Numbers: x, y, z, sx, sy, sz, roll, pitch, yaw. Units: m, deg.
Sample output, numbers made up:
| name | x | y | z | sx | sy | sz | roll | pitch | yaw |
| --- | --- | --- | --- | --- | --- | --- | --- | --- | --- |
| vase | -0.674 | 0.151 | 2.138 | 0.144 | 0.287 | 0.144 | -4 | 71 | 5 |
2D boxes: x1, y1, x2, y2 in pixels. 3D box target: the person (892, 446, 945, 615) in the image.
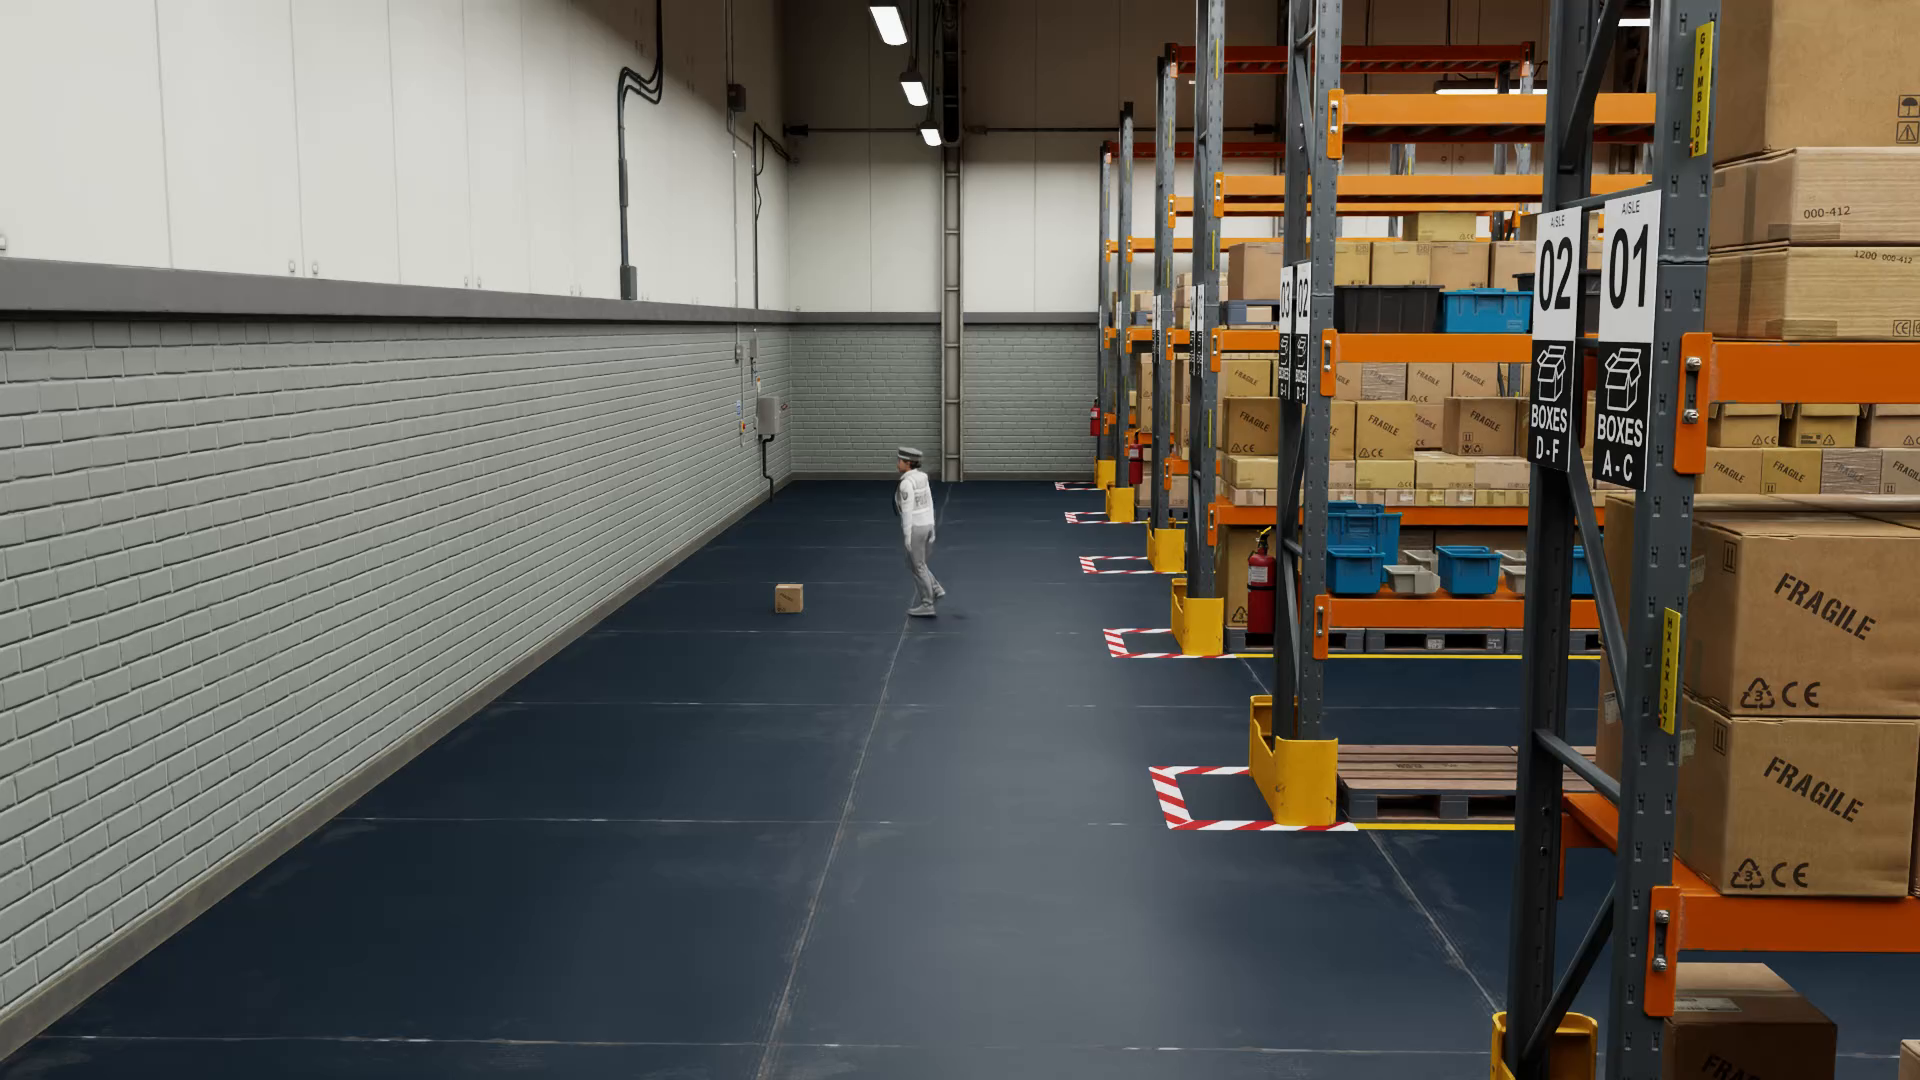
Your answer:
| name | x | y | z | sx | sy | sz | roll | pitch | yaw |
| --- | --- | --- | --- | --- | --- | --- | --- | --- | --- |
| person | -0.400 | -0.087 | 16.319 | 0.466 | 1.670 | 0.522 | 3 | 8 | 21 |
